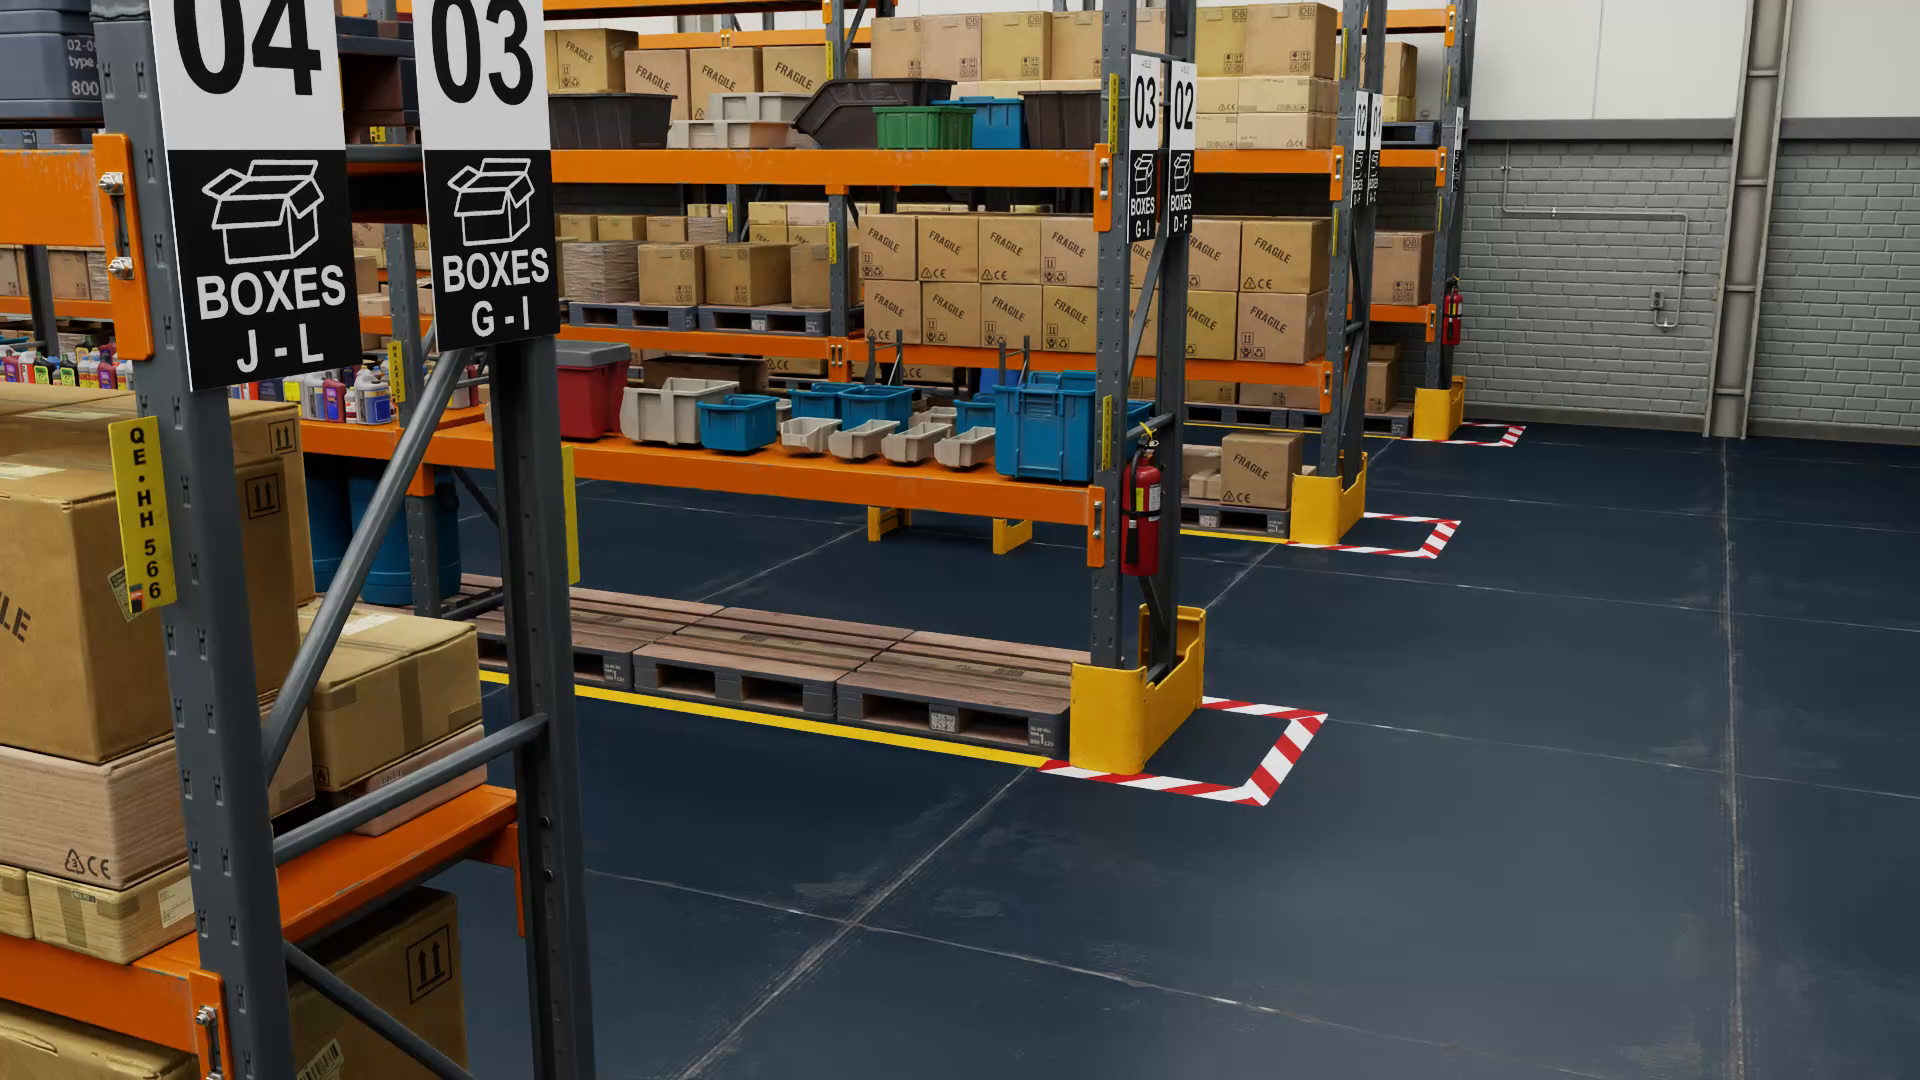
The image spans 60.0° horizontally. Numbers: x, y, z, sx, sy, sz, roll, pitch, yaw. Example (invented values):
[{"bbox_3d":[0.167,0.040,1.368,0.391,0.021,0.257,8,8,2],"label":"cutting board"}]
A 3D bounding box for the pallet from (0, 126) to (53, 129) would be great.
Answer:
[{"bbox_3d":[-2.950,-1.072,3.886,1.213,0.211,1.003,6,14,23],"label":"pallet"}]

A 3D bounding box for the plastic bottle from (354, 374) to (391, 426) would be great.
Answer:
[{"bbox_3d":[-3.291,-0.789,9.324,0.135,0.276,0.152,6,14,23],"label":"plastic bottle"}]

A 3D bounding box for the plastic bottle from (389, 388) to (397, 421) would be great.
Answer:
[{"bbox_3d":[-3.257,-0.781,9.451,0.097,0.201,0.097,0,13,0],"label":"plastic bottle"}]

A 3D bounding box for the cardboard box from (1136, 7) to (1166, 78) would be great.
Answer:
[{"bbox_3d":[1.468,-3.673,12.366,0.500,0.500,0.700,6,14,23],"label":"cardboard box"}]

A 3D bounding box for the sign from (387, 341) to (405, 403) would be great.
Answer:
[{"bbox_3d":[-3.024,-0.901,8.921,0.005,0.325,0.100,6,14,23],"label":"sign"}]

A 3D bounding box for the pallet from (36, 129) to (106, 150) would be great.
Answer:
[{"bbox_3d":[-4.594,-2.406,9.788,1.213,0.211,1.003,6,14,23],"label":"pallet"}]

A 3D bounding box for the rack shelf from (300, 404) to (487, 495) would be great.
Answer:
[{"bbox_3d":[-4.628,-0.716,10.313,4.000,0.370,1.077,6,14,23],"label":"rack shelf"}]

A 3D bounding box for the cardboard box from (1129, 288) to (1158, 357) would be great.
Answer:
[{"bbox_3d":[1.418,-1.673,12.598,0.500,0.500,0.500,6,14,24],"label":"cardboard box"}]

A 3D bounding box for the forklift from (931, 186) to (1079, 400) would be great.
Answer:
[{"bbox_3d":[0.515,-2.532,16.629,1.130,2.935,3.031,-5,14,-19],"label":"forklift"}]

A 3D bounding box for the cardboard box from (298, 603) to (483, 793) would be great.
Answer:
[{"bbox_3d":[-1.478,0.351,3.869,0.500,0.250,0.500,5,14,22],"label":"cardboard box"}]

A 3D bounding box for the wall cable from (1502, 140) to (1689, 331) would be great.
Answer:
[{"bbox_3d":[6.424,-3.154,16.904,1.851,1.984,0.084,6,14,23],"label":"wall cable"}]

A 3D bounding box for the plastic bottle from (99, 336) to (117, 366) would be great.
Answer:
[{"bbox_3d":[-5.703,-1.224,11.162,0.133,0.283,0.061,6,14,23],"label":"plastic bottle"}]

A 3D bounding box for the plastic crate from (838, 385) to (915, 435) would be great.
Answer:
[{"bbox_3d":[-0.438,-0.672,8.786,0.300,0.233,0.416,6,14,23],"label":"plastic crate"}]

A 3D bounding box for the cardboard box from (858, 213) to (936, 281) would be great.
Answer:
[{"bbox_3d":[-0.473,-2.348,13.288,0.500,0.500,0.500,6,15,25],"label":"cardboard box"}]

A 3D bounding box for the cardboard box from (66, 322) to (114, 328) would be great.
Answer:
[{"bbox_3d":[-9.316,-2.087,18.040,0.500,0.500,0.500,6,14,23],"label":"cardboard box"}]

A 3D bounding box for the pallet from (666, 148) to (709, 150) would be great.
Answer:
[{"bbox_3d":[-2.307,-3.454,14.254,1.003,0.211,1.213,6,14,23],"label":"pallet"}]

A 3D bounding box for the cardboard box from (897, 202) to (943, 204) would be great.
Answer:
[{"bbox_3d":[-0.519,-3.757,19.143,0.500,0.250,0.500,5,14,22],"label":"cardboard box"}]

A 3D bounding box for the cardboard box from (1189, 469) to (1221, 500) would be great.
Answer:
[{"bbox_3d":[1.937,-0.435,12.781,0.250,0.166,0.380,6,14,23],"label":"cardboard box"}]

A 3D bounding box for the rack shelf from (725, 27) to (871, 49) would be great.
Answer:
[{"bbox_3d":[-0.615,-5.511,18.492,4.000,0.370,1.077,6,14,23],"label":"rack shelf"}]

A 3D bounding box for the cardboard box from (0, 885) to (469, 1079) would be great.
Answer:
[{"bbox_3d":[-1.766,1.311,3.832,0.875,0.875,0.875,6,14,23],"label":"cardboard box"}]

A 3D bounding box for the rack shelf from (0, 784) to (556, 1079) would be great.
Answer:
[{"bbox_3d":[-2.977,0.689,4.327,4.000,0.370,1.077,6,14,23],"label":"rack shelf"}]

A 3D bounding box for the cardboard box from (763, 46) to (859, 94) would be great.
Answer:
[{"bbox_3d":[-1.220,-3.739,13.700,0.600,0.600,0.600,4,14,18],"label":"cardboard box"}]

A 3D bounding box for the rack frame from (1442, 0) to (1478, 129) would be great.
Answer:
[{"bbox_3d":[4.870,-5.500,15.998,0.127,3.000,1.000,6,14,23],"label":"rack frame"}]

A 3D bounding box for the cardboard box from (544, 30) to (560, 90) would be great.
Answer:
[{"bbox_3d":[-3.584,-4.192,14.580,0.500,0.500,0.500,6,14,23],"label":"cardboard box"}]

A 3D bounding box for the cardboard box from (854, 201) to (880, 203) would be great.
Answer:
[{"bbox_3d":[-0.984,-3.804,19.344,0.500,0.250,0.500,5,14,22],"label":"cardboard box"}]

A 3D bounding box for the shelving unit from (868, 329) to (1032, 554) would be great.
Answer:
[{"bbox_3d":[-0.070,-0.737,12.114,1.083,1.500,0.587,6,14,23],"label":"shelving unit"}]

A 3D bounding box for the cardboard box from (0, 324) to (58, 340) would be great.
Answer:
[{"bbox_3d":[-9.991,-2.021,17.759,0.500,0.500,0.500,6,14,23],"label":"cardboard box"}]

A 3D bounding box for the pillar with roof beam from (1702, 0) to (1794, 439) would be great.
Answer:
[{"bbox_3d":[5.946,-4.532,11.871,0.400,9.000,9.100,6,14,23],"label":"pillar with roof beam"}]

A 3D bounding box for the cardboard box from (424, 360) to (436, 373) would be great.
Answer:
[{"bbox_3d":[-5.291,-1.581,16.296,0.500,0.311,0.500,5,14,22],"label":"cardboard box"}]

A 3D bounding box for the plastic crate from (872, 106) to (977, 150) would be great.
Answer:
[{"bbox_3d":[-0.160,-1.899,7.681,0.336,0.188,0.450,6,14,23],"label":"plastic crate"}]

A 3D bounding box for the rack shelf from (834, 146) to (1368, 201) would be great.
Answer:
[{"bbox_3d":[1.039,-2.840,12.800,4.000,0.370,1.077,6,14,23],"label":"rack shelf"}]

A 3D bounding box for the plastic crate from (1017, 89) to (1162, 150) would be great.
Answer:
[{"bbox_3d":[0.619,-2.001,7.937,0.590,0.269,0.497,6,14,23],"label":"plastic crate"}]

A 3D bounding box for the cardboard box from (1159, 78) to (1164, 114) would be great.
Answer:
[{"bbox_3d":[1.382,-3.263,12.263,0.500,0.250,0.500,6,14,23],"label":"cardboard box"}]

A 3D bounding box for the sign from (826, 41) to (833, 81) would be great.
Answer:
[{"bbox_3d":[-1.011,-3.702,12.907,0.005,0.325,0.100,6,14,23],"label":"sign"}]

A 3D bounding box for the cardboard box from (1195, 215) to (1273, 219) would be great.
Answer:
[{"bbox_3d":[2.088,-2.223,12.756,0.500,0.500,0.500,6,14,24],"label":"cardboard box"}]

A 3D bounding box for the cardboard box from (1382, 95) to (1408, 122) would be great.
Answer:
[{"bbox_3d":[4.093,-4.233,16.351,0.500,0.250,0.500,6,15,25],"label":"cardboard box"}]

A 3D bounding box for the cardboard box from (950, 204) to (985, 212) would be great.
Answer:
[{"bbox_3d":[0.219,-3.557,18.294,0.500,0.250,0.500,6,15,24],"label":"cardboard box"}]

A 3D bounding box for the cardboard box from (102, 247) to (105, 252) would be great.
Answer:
[{"bbox_3d":[-8.440,-3.000,16.835,0.250,0.149,0.380,6,14,23],"label":"cardboard box"}]

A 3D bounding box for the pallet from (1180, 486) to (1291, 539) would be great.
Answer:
[{"bbox_3d":[2.069,-0.268,12.934,1.213,0.211,1.003,6,14,23],"label":"pallet"}]

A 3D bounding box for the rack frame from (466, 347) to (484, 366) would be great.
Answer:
[{"bbox_3d":[-6.101,-3.690,21.415,0.127,3.000,1.000,6,14,23],"label":"rack frame"}]

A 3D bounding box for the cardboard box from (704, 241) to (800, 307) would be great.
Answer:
[{"bbox_3d":[-1.787,-2.309,14.391,0.500,0.500,0.700,8,16,32],"label":"cardboard box"}]

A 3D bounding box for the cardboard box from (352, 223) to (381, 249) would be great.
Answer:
[{"bbox_3d":[-7.573,-4.065,21.655,0.500,0.500,0.500,5,14,22],"label":"cardboard box"}]

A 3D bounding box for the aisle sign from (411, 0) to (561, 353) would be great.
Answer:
[{"bbox_3d":[-0.961,-0.798,3.398,0.004,0.787,0.394,6,14,23],"label":"aisle sign"}]

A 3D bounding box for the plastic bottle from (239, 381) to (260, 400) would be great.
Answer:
[{"bbox_3d":[-4.086,-0.870,9.667,0.135,0.276,0.152,6,14,23],"label":"plastic bottle"}]

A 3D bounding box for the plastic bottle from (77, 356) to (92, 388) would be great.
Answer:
[{"bbox_3d":[-5.341,-0.988,10.179,0.097,0.271,0.097,0,13,0],"label":"plastic bottle"}]

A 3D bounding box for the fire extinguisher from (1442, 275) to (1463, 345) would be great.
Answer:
[{"bbox_3d":[4.821,-2.250,16.264,0.183,0.674,0.296,6,14,23],"label":"fire extinguisher"}]

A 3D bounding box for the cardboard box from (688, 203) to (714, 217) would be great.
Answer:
[{"bbox_3d":[-3.072,-3.951,19.925,0.250,0.149,0.380,3,14,14],"label":"cardboard box"}]

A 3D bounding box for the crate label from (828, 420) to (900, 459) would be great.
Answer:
[{"bbox_3d":[-0.485,-0.500,8.263,0.243,0.136,0.396,6,14,23],"label":"crate label"}]

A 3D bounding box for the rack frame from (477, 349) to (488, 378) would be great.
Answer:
[{"bbox_3d":[-4.447,-2.285,15.427,0.127,3.000,1.000,6,14,23],"label":"rack frame"}]

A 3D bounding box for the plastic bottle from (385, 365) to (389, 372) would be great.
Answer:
[{"bbox_3d":[-3.403,-0.977,10.122,0.135,0.276,0.152,6,14,23],"label":"plastic bottle"}]

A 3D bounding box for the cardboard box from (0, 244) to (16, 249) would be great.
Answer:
[{"bbox_3d":[-9.844,-3.142,17.439,0.250,0.149,0.380,6,15,25],"label":"cardboard box"}]

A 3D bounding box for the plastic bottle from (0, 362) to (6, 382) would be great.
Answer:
[{"bbox_3d":[-6.008,-1.021,10.475,0.097,0.201,0.097,0,13,0],"label":"plastic bottle"}]

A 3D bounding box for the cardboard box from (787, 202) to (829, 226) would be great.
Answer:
[{"bbox_3d":[-1.642,-3.743,19.085,0.500,0.250,0.500,6,14,22],"label":"cardboard box"}]

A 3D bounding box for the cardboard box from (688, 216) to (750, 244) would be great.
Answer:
[{"bbox_3d":[-2.878,-3.624,19.952,0.500,0.500,0.700,4,14,17],"label":"cardboard box"}]

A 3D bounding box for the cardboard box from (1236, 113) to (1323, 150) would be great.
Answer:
[{"bbox_3d":[2.291,-2.925,11.915,0.500,0.250,0.500,6,14,23],"label":"cardboard box"}]

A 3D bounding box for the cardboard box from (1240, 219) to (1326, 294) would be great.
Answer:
[{"bbox_3d":[2.349,-2.064,12.077,0.500,0.500,0.500,6,14,23],"label":"cardboard box"}]

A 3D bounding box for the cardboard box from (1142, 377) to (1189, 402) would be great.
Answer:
[{"bbox_3d":[2.313,-1.800,17.911,0.500,0.500,0.700,6,14,23],"label":"cardboard box"}]
